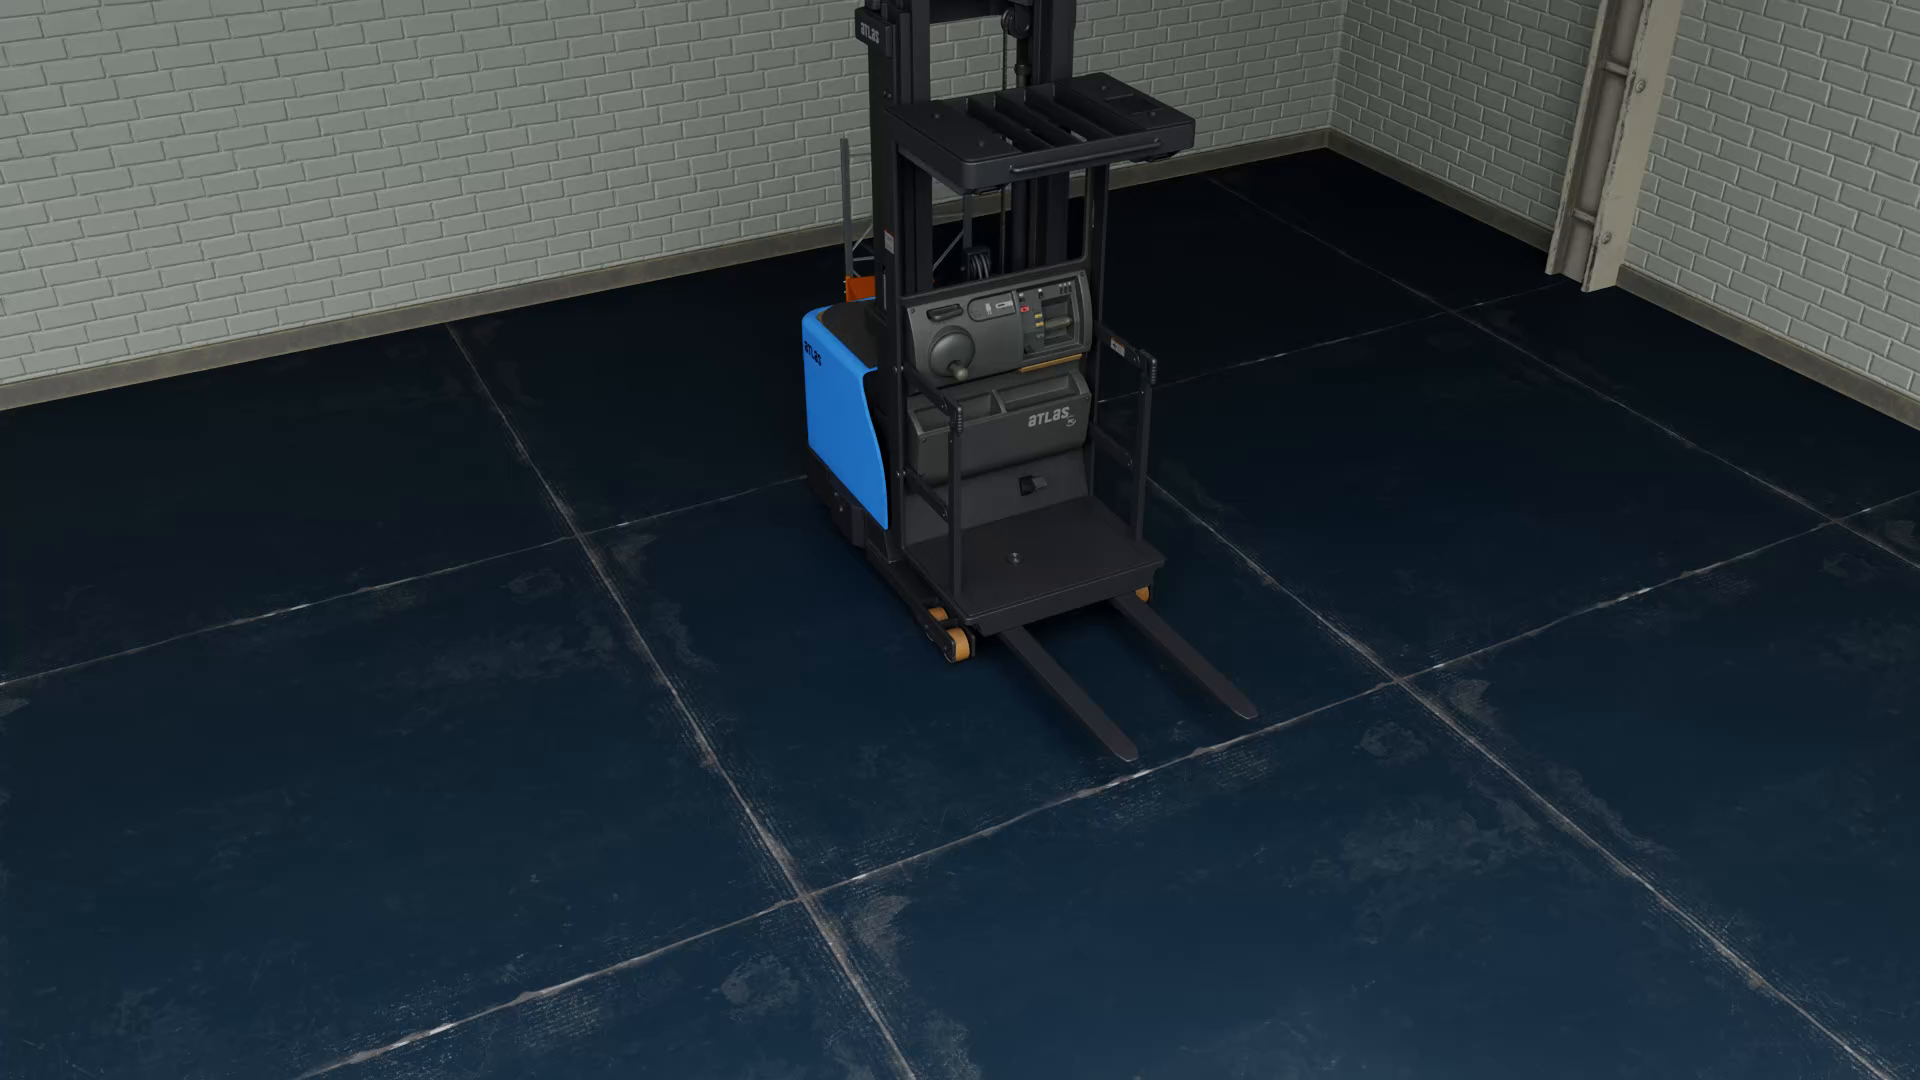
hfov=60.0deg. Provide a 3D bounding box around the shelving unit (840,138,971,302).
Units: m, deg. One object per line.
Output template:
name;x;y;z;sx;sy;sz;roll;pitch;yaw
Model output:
shelving unit;-0.313;-1.438;9.604;0.587;1.500;1.083;-8;34;-13

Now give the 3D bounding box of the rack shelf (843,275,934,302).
rack shelf;-0.315;-1.291;9.708;0.538;0.185;1.000;-8;34;-13

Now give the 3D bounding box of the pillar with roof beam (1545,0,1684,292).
pillar with roof beam;0.526;-4.535;7.486;9.100;9.000;0.400;-16;36;-23

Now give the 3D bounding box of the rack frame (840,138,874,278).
rack frame;-0.446;-1.708;10.025;0.500;1.500;0.032;-8;34;-13

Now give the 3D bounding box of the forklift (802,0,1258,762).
forklift;0.291;-0.933;7.489;1.130;2.935;3.031;-16;36;-23

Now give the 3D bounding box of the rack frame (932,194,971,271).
rack frame;-0.184;-1.178;9.198;0.500;1.500;0.032;-8;34;-13
